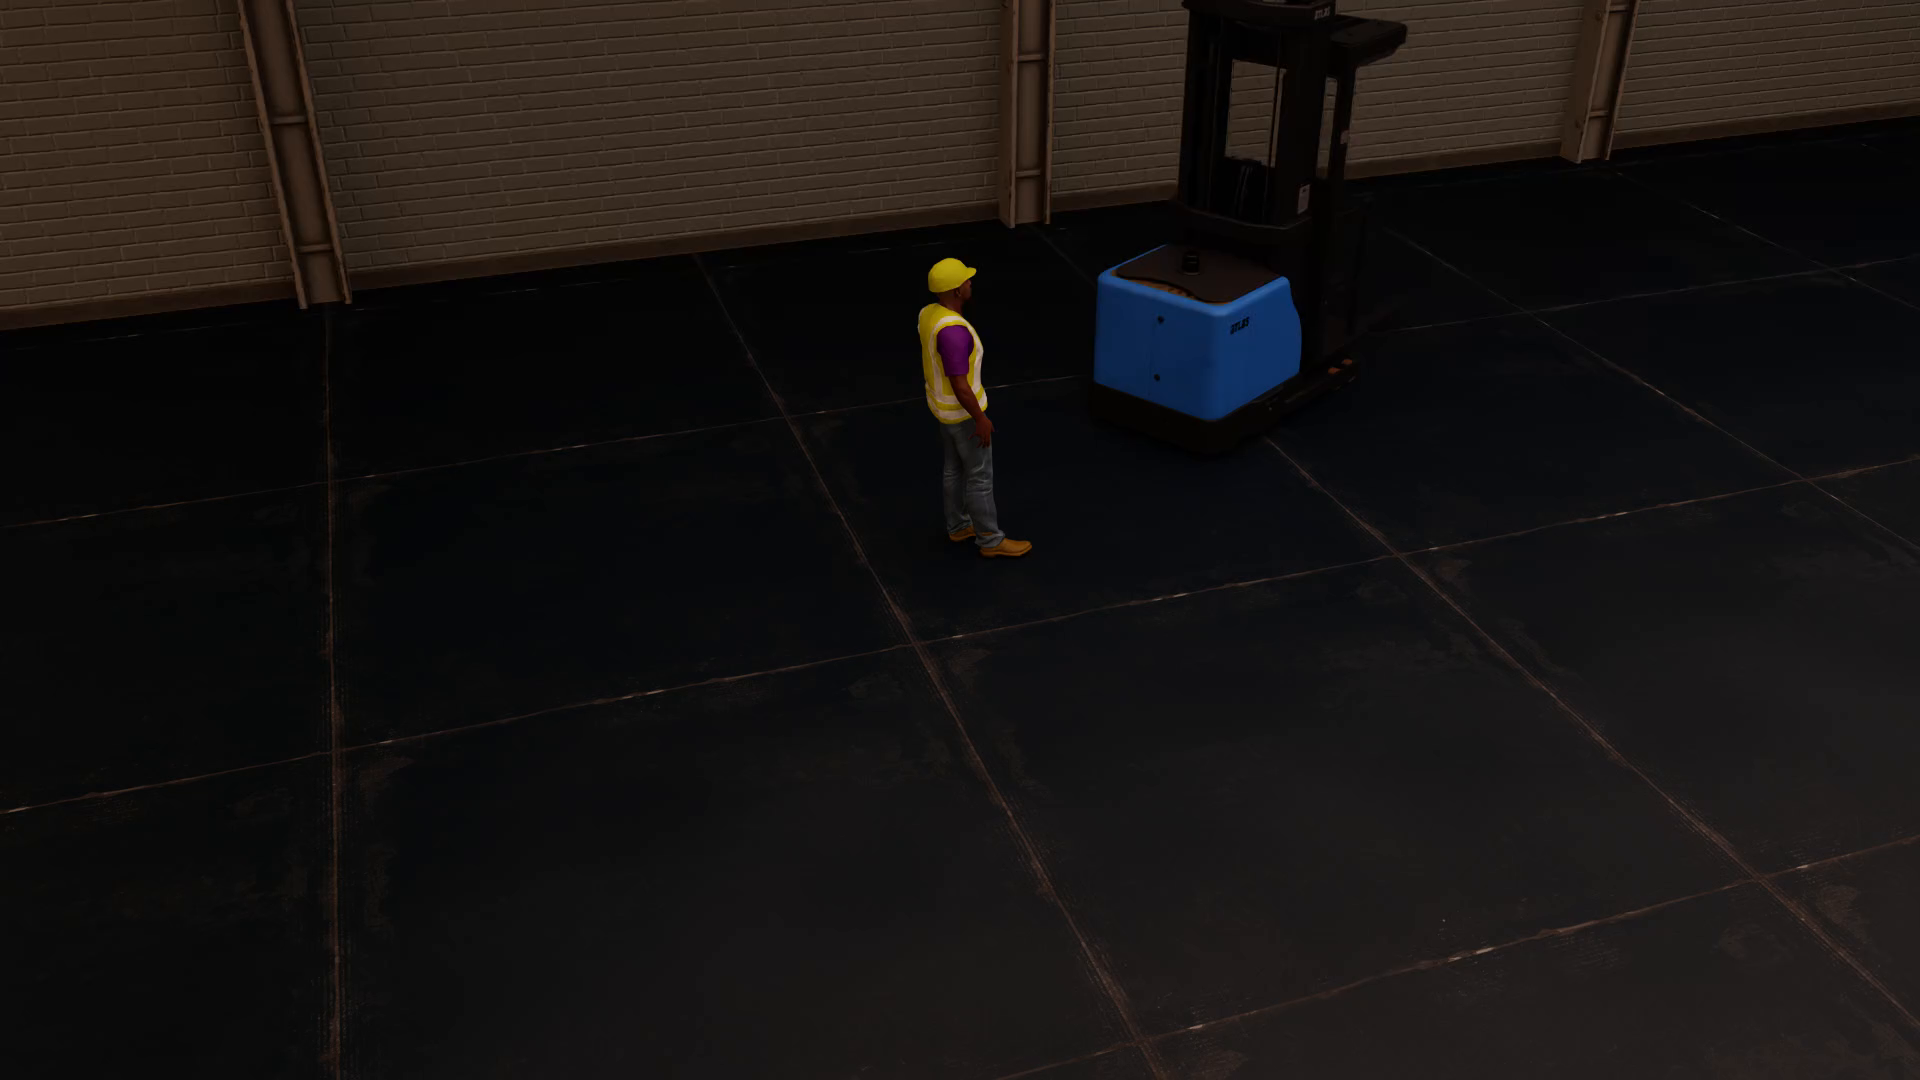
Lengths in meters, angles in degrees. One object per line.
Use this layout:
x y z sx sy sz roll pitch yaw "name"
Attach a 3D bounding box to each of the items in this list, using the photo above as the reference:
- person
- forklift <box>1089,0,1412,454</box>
0.068 -0.780 9.596 0.577 1.765 0.666 -10 31 -16 "person"
2.237 -2.485 11.406 1.130 2.935 3.031 24 37 35 "forklift"
